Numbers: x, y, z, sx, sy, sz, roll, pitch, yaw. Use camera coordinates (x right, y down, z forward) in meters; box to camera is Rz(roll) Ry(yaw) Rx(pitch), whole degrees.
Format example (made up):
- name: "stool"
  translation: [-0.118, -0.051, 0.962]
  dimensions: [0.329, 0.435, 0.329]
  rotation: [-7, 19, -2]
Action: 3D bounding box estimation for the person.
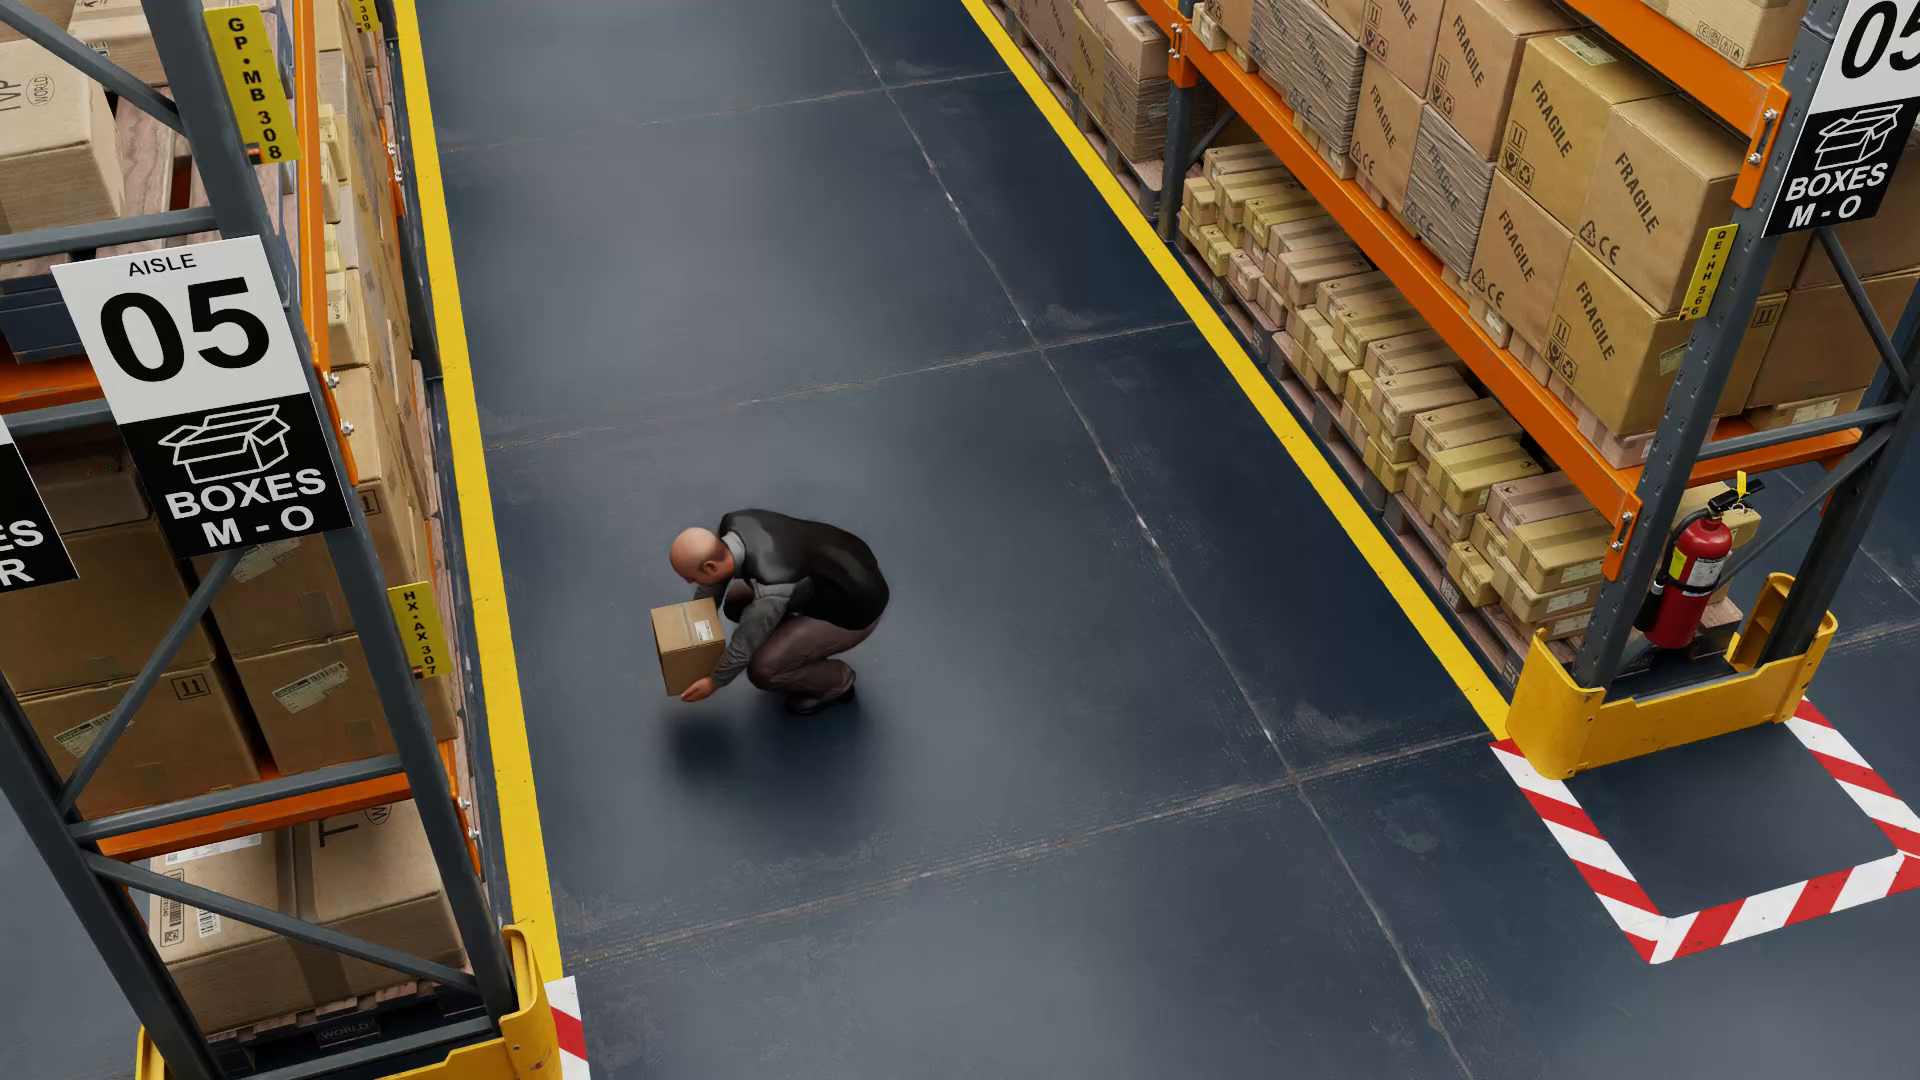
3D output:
- name: "person"
  translation: [-0.715, 0.279, 6.499]
  dimensions: [0.874, 0.886, 0.531]
  rotation: [-12, 43, -13]
